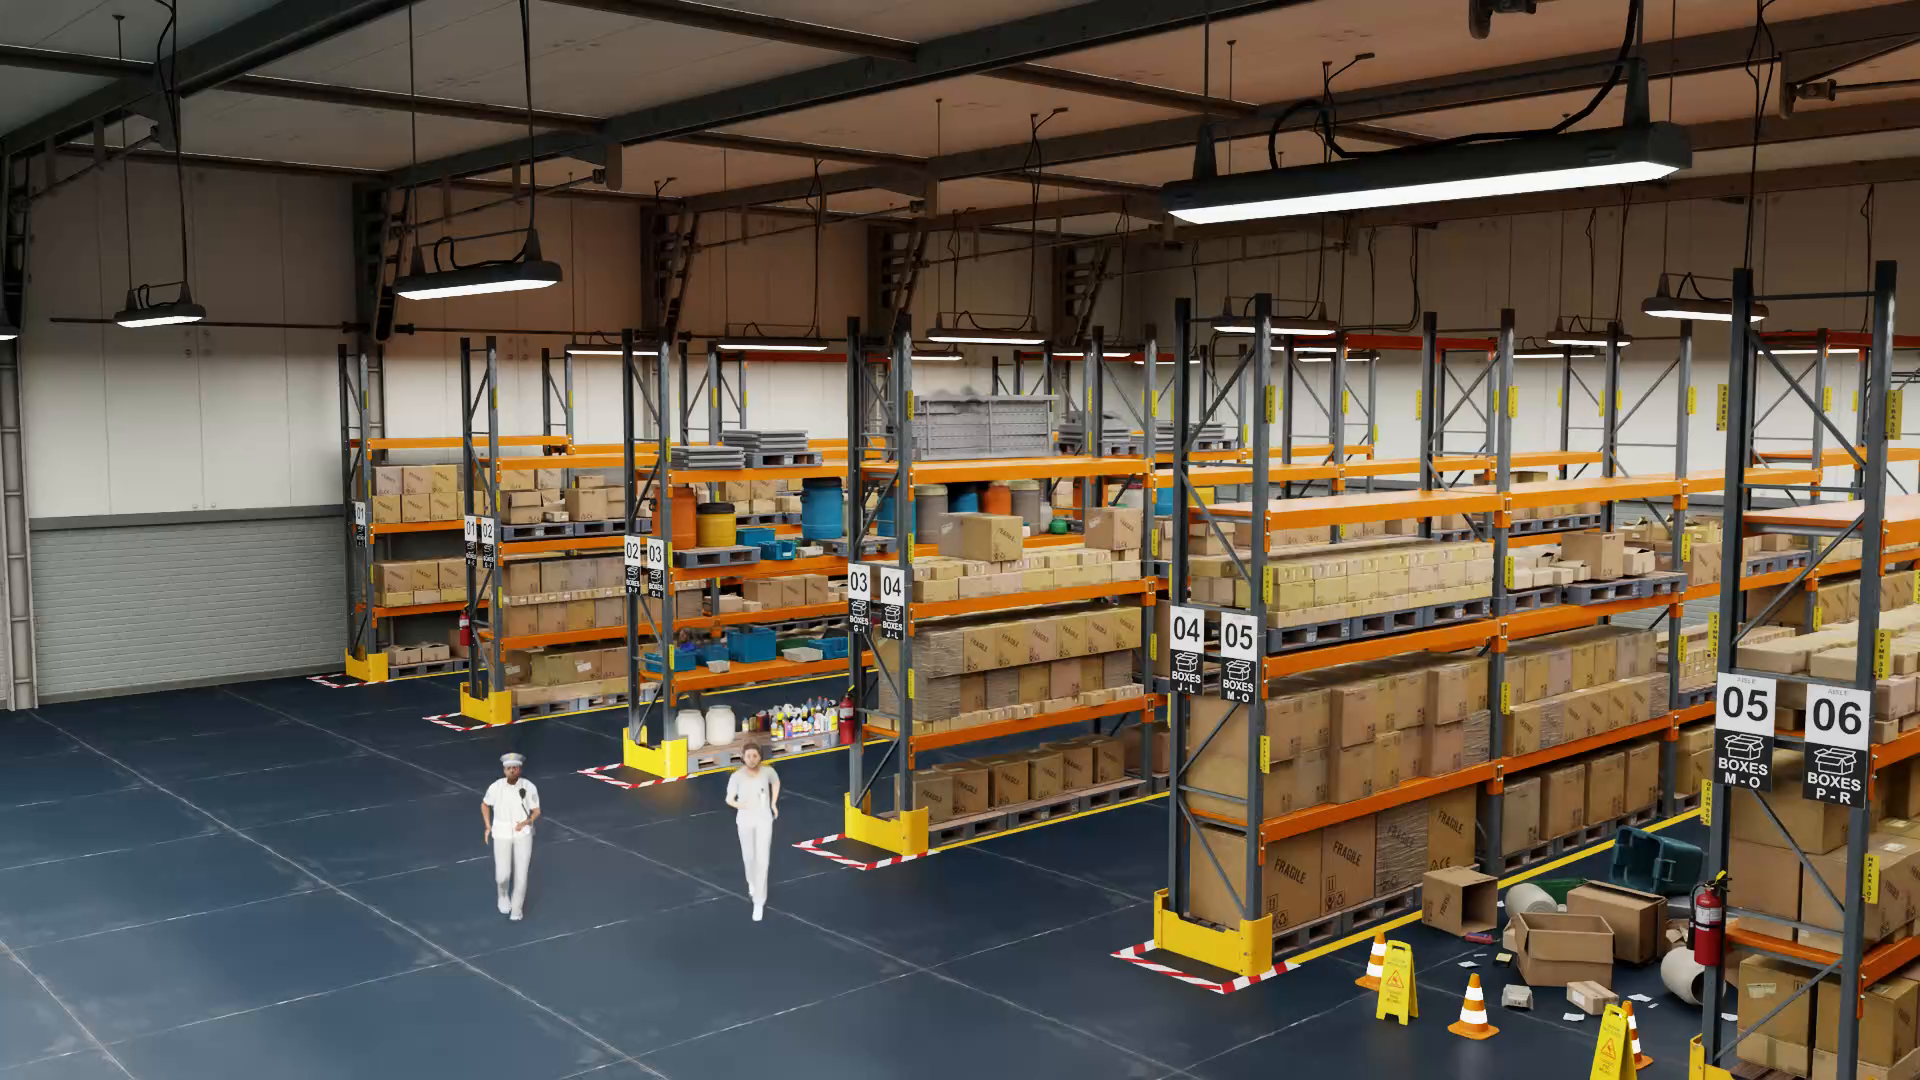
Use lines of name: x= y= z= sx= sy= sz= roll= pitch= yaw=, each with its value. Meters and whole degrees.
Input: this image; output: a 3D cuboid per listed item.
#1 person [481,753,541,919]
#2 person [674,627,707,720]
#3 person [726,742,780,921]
person: x=-4.350 y=2.888 z=16.131 sx=0.560 sy=1.659 sz=0.569 roll=-1 pitch=5 yaw=-15
person: x=-4.067 y=2.184 z=24.748 sx=0.536 sy=1.590 sz=0.801 roll=5 pitch=7 yaw=41
person: x=-2.066 y=2.836 z=16.573 sx=0.505 sy=1.681 sz=0.947 roll=0 pitch=5 yaw=-3
